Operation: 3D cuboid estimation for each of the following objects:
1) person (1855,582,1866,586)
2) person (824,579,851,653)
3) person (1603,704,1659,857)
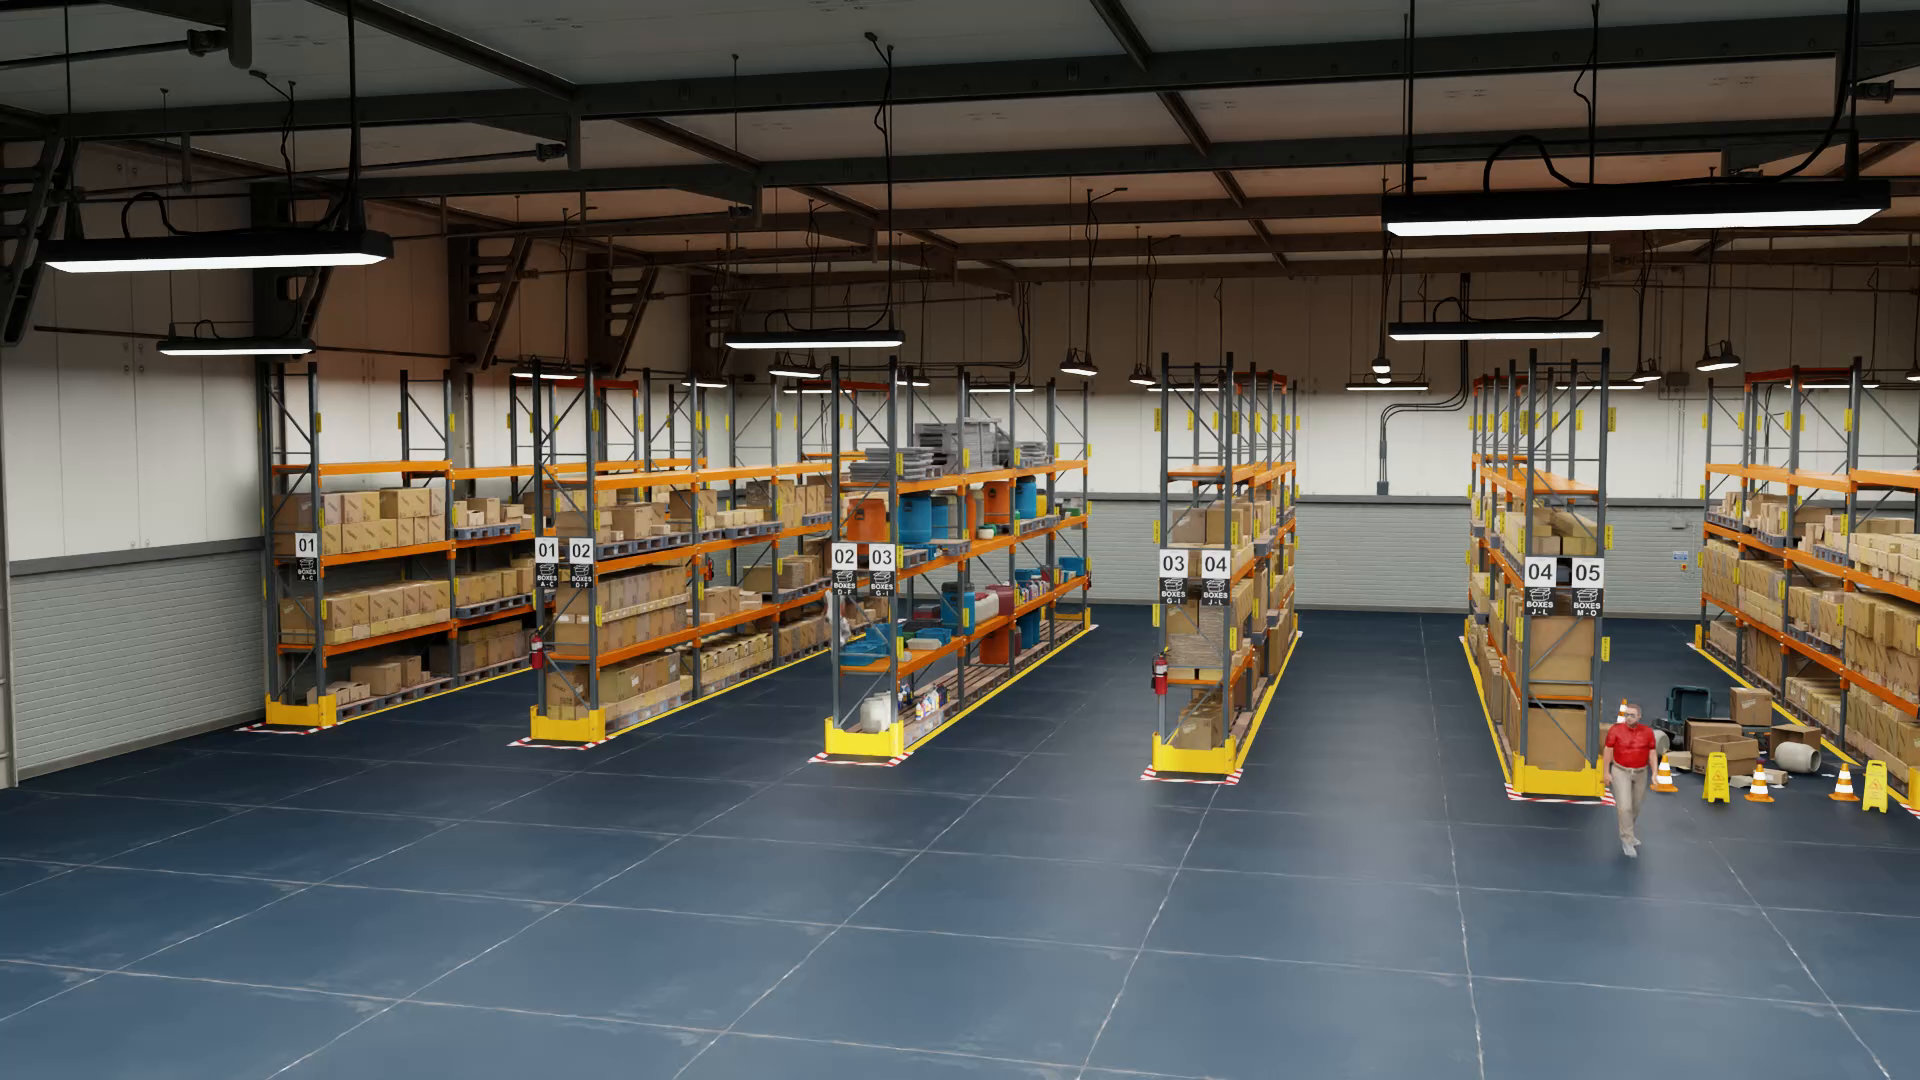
[{"bbox_3d":[20.962,1.478,38.544,0.951,1.602,0.479,0,4,-1],"label":"person"},{"bbox_3d":[-2.545,1.557,34.338,0.598,1.659,0.634,3,5,41],"label":"person"},{"bbox_3d":[7.857,2.804,19.472,0.561,1.792,0.702,0,4,-2],"label":"person"}]
